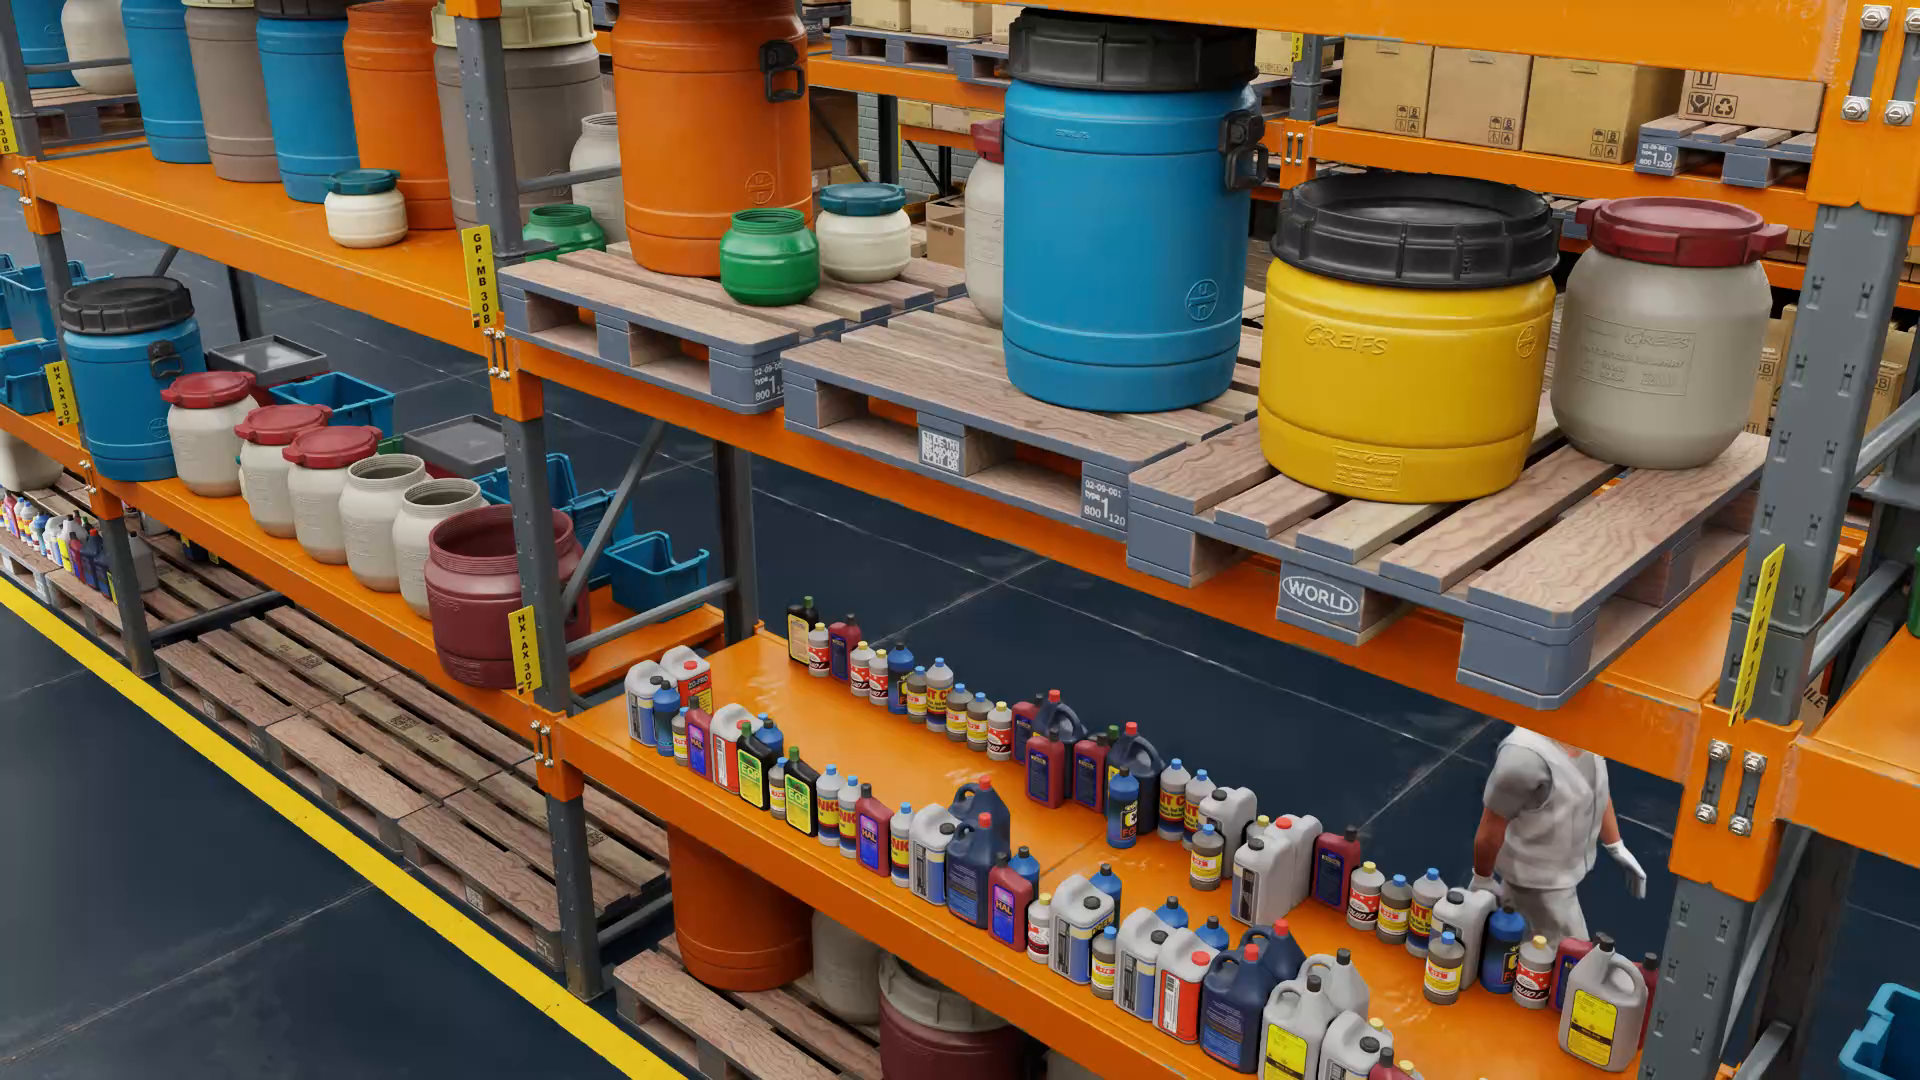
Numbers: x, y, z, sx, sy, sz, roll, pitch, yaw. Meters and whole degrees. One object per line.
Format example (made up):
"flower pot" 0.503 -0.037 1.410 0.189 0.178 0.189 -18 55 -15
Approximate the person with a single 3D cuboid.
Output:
"person" 2.115 1.173 5.908 1.058 1.741 0.524 19 30 37
